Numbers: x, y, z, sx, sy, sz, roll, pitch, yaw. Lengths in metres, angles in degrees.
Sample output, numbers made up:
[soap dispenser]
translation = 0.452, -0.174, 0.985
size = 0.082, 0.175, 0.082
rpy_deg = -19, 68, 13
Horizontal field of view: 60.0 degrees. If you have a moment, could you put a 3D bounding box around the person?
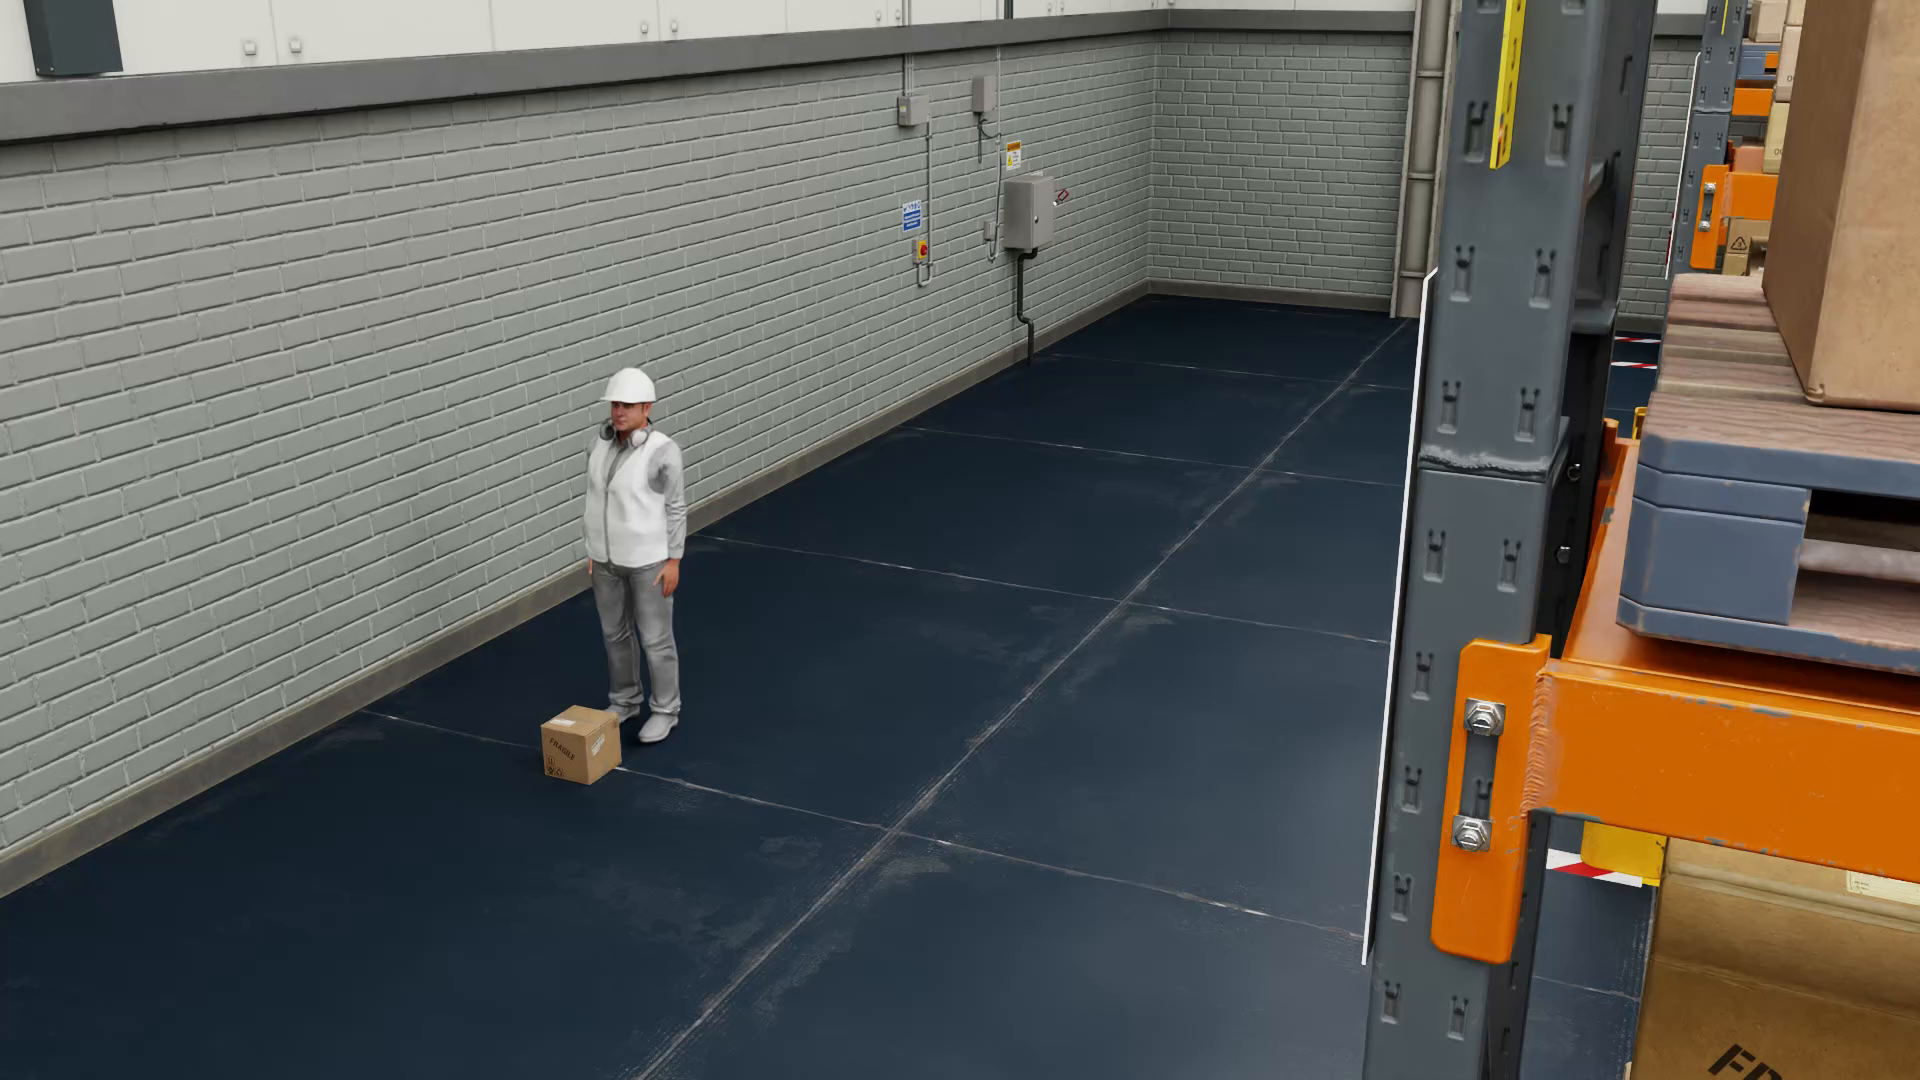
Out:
[person]
translation = -1.524, 0.080, 7.794
size = 0.533, 1.787, 0.357
rpy_deg = 9, 21, 24
